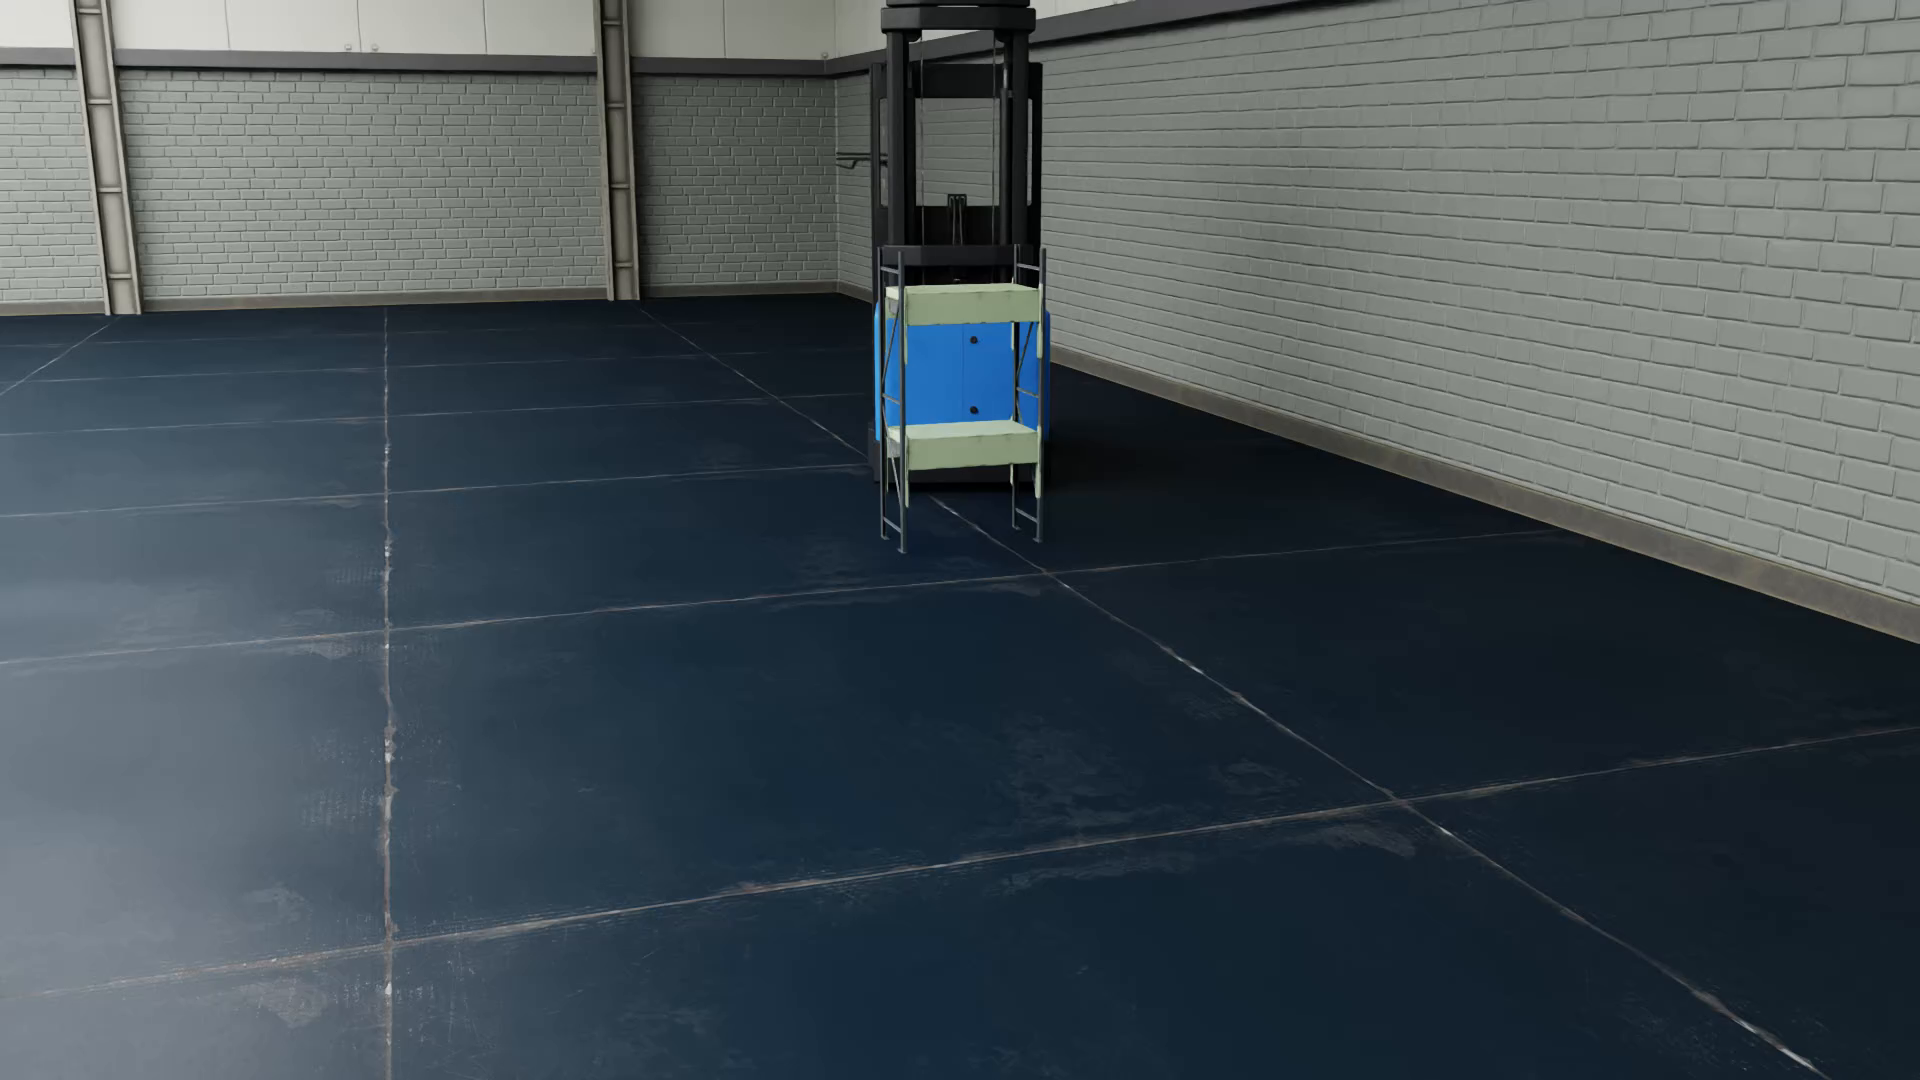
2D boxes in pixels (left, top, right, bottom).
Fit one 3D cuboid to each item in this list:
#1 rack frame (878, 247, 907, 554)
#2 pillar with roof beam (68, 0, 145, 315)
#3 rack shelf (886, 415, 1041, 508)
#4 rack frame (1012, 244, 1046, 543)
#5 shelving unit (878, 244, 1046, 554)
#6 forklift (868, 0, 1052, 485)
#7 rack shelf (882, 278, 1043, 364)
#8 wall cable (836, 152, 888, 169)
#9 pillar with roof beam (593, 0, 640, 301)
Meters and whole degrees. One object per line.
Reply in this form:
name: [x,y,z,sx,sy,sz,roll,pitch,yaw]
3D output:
rack frame: [-0.341,-0.703,8.358,0.023,1.500,0.400,-4,14,-18]
pillar with roof beam: [-8.783,-6.191,15.223,0.400,9.000,9.100,-4,14,-18]
rack shelf: [0.006,-0.413,8.547,0.720,0.370,0.431,-4,14,-18]
rack frame: [0.353,-0.757,8.585,0.023,1.500,0.400,-4,14,-18]
shelving unit: [0.006,-0.730,8.471,0.755,1.500,0.431,-4,14,-18]
forklift: [-0.035,-2.042,10.895,1.130,2.935,3.031,0,13,-2]
rack shelf: [0.006,-1.110,8.381,0.720,0.370,0.431,-4,14,-18]
wall cable: [-1.255,-5.994,21.108,0.112,2.526,3.097,-4,14,-18]
pillar with roof beam: [-3.096,-6.633,17.084,0.400,9.000,9.100,-4,14,-18]
